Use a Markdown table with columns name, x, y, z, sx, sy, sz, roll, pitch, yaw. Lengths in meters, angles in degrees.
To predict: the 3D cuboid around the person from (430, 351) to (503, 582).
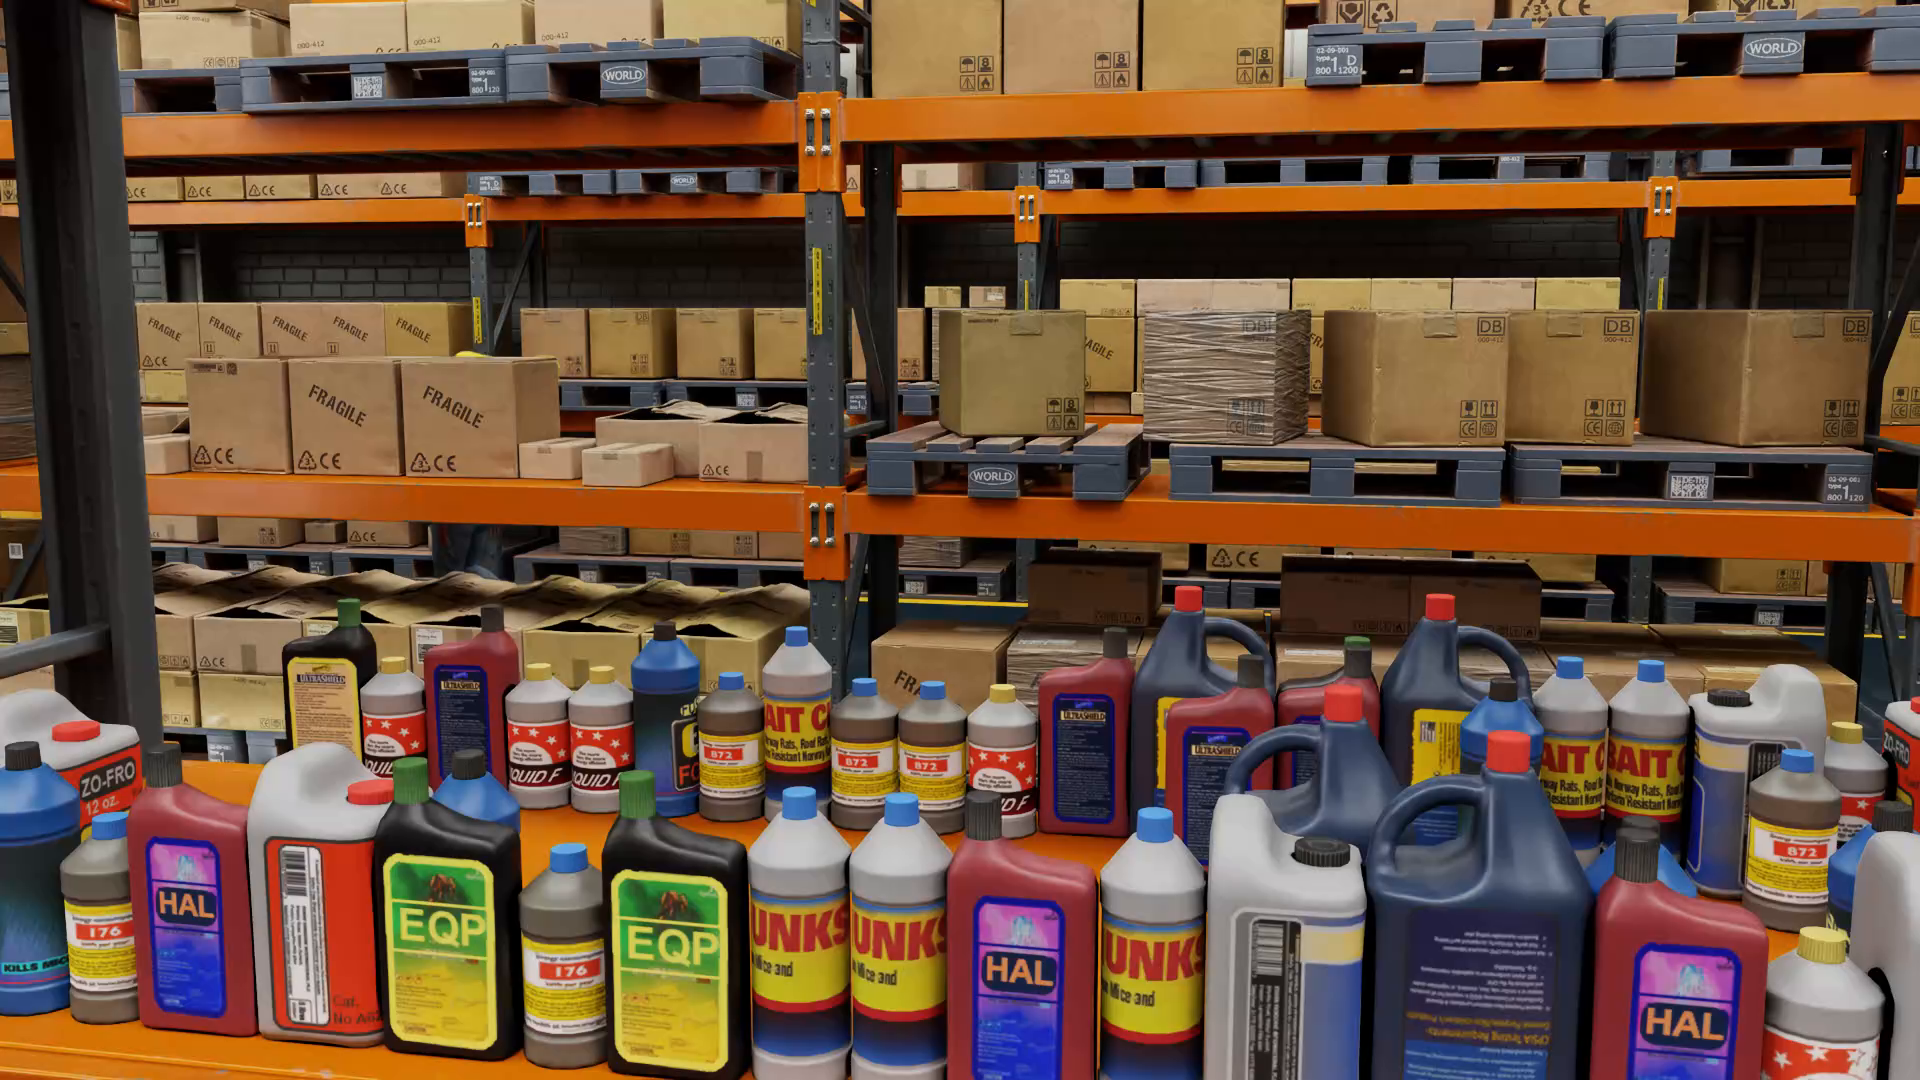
| name | x | y | z | sx | sy | sz | roll | pitch | yaw |
| --- | --- | --- | --- | --- | --- | --- | --- | --- | --- |
| person | -2.732 | -0.176 | 9.310 | 0.561 | 1.752 | 0.578 | 3 | 8 | 20 |
